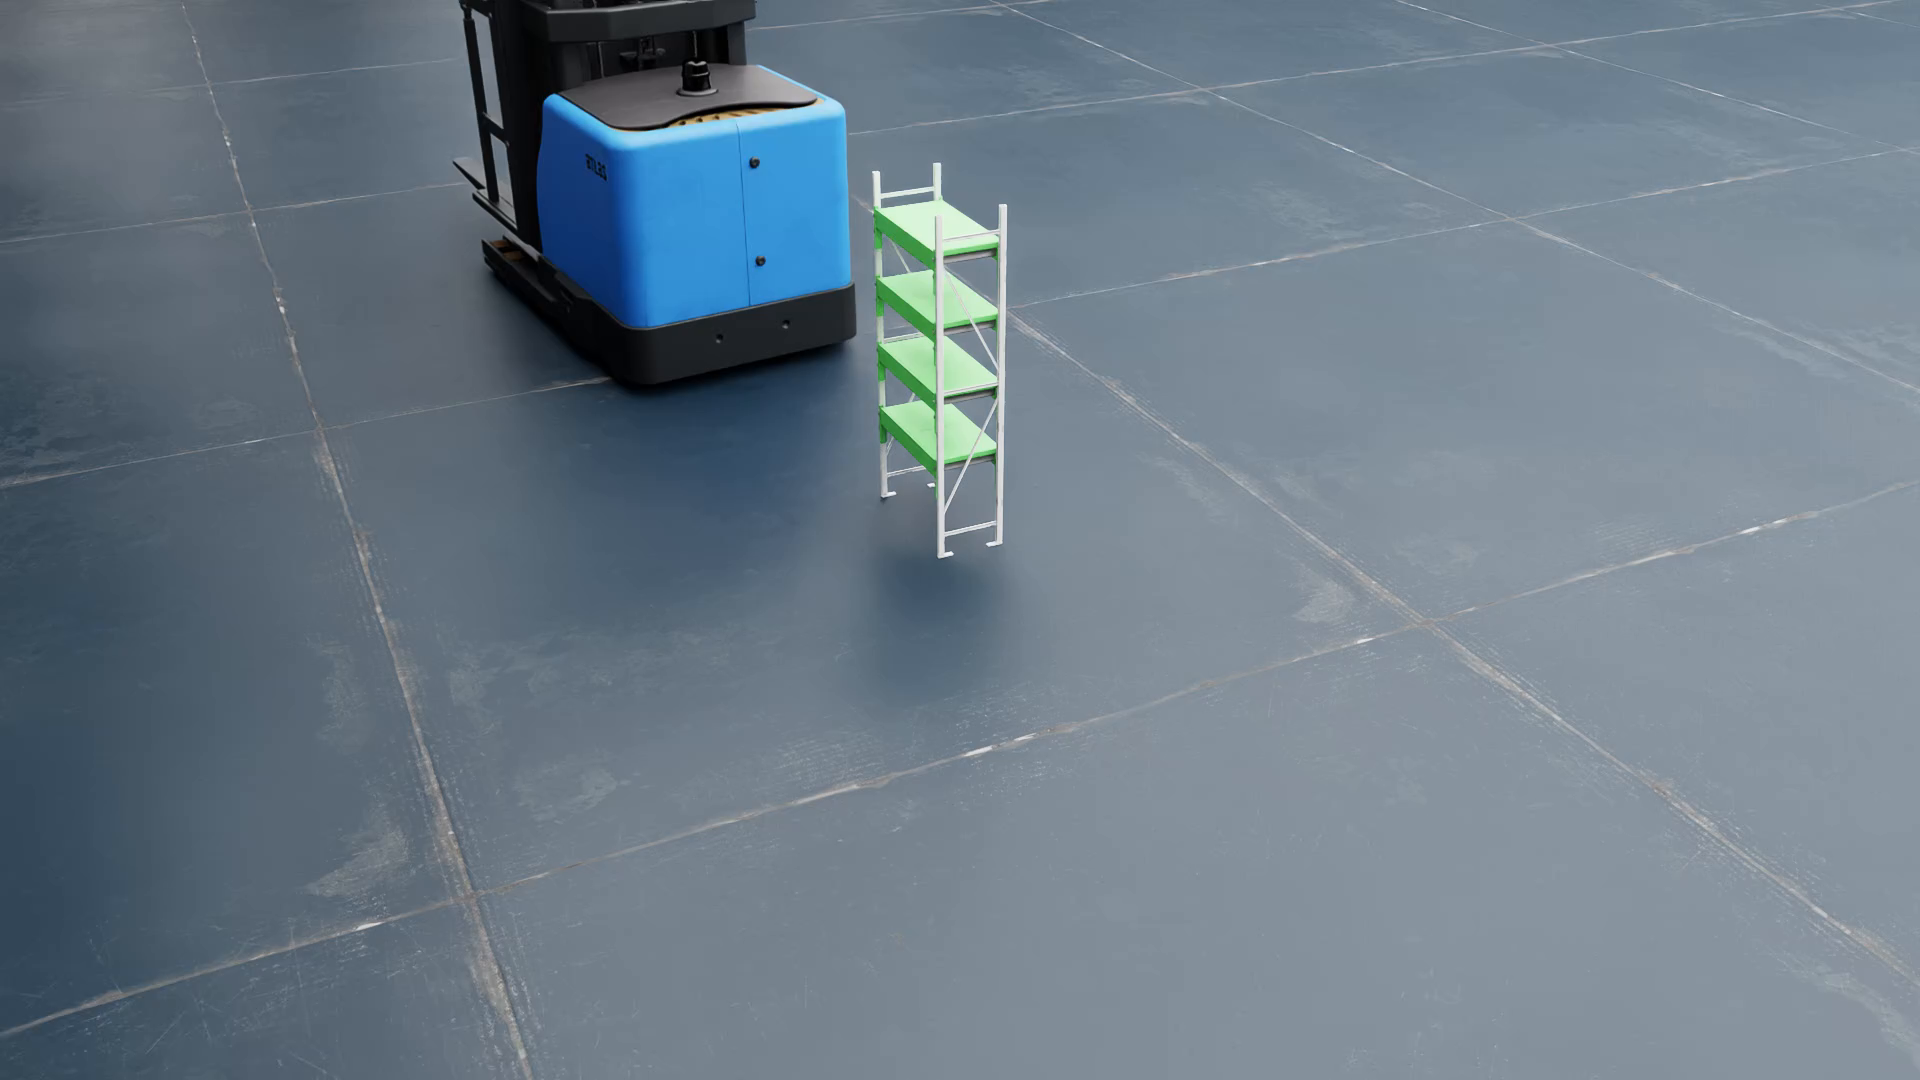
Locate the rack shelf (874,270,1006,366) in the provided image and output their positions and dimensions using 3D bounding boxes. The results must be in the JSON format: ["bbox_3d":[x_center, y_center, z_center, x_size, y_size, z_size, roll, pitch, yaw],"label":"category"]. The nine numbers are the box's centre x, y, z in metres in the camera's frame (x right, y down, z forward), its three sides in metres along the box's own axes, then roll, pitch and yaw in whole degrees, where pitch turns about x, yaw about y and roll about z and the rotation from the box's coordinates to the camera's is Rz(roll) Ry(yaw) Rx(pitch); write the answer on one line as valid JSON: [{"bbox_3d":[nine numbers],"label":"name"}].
[{"bbox_3d":[-0.071,-0.750,5.501,0.258,0.148,0.480,-13,32,-22],"label":"rack shelf"}]

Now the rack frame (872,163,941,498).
[{"bbox_3d":[-0.176,-0.704,5.779,0.240,1.200,0.015,-13,32,-22],"label":"rack frame"}]

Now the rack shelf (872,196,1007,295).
[{"bbox_3d":[-0.071,-0.959,5.383,0.258,0.148,0.480,-13,32,-22],"label":"rack shelf"}]

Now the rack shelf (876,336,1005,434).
[{"bbox_3d":[-0.071,-0.541,5.618,0.258,0.148,0.480,-13,32,-22],"label":"rack shelf"}]

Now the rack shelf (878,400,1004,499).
[{"bbox_3d":[-0.071,-0.331,5.736,0.258,0.148,0.480,-13,32,-22],"label":"rack shelf"}]

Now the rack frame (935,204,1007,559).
[{"bbox_3d":[0.034,-0.489,5.395,0.240,1.200,0.015,-13,32,-22],"label":"rack frame"}]

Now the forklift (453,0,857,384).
[{"bbox_3d":[-1.648,-2.590,7.372,1.130,2.935,3.031,-17,33,-27],"label":"forklift"}]

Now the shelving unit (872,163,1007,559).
[{"bbox_3d":[-0.071,-0.596,5.587,0.258,1.200,0.503,-13,32,-22],"label":"shelving unit"}]
